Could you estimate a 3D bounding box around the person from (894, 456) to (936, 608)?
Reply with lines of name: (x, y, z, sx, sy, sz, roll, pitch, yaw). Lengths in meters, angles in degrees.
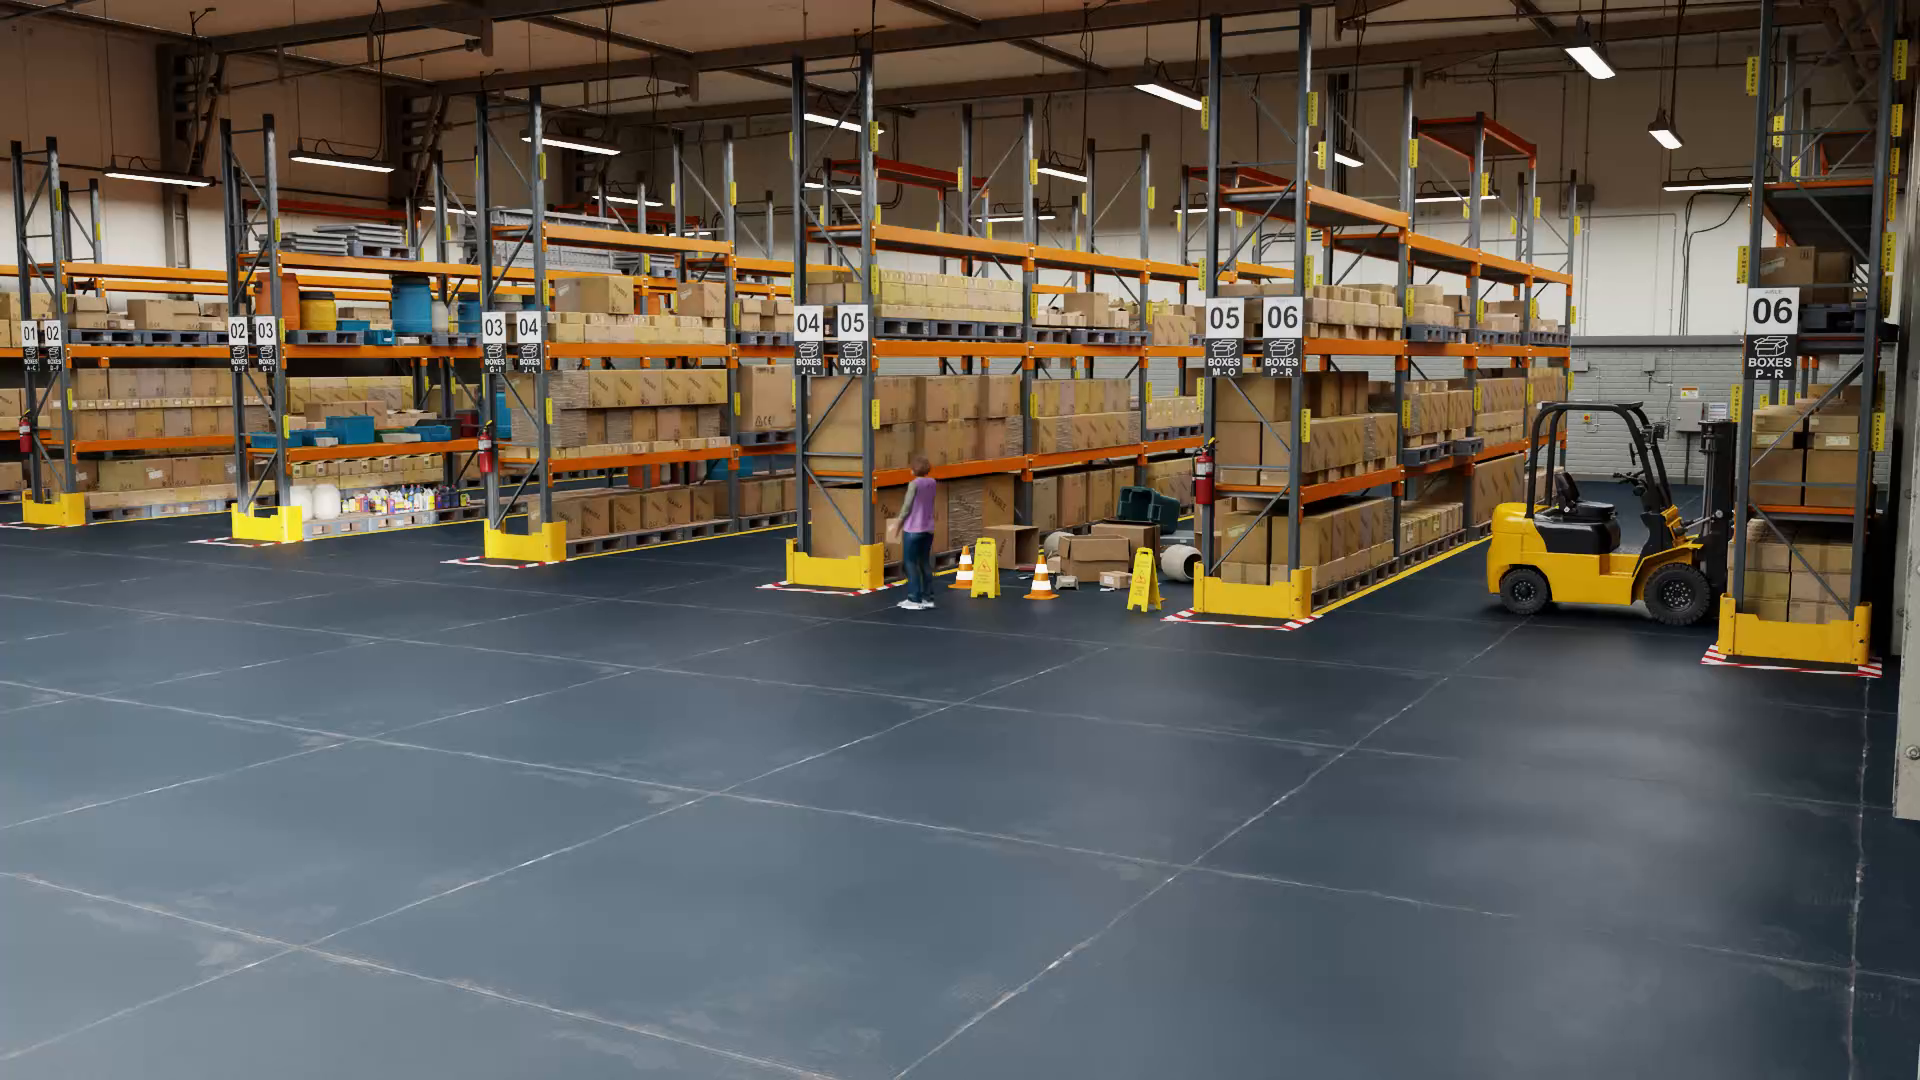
person: (-0.470, -0.072, 17.310, 0.416, 1.579, 0.455, 5, 8, 42)
